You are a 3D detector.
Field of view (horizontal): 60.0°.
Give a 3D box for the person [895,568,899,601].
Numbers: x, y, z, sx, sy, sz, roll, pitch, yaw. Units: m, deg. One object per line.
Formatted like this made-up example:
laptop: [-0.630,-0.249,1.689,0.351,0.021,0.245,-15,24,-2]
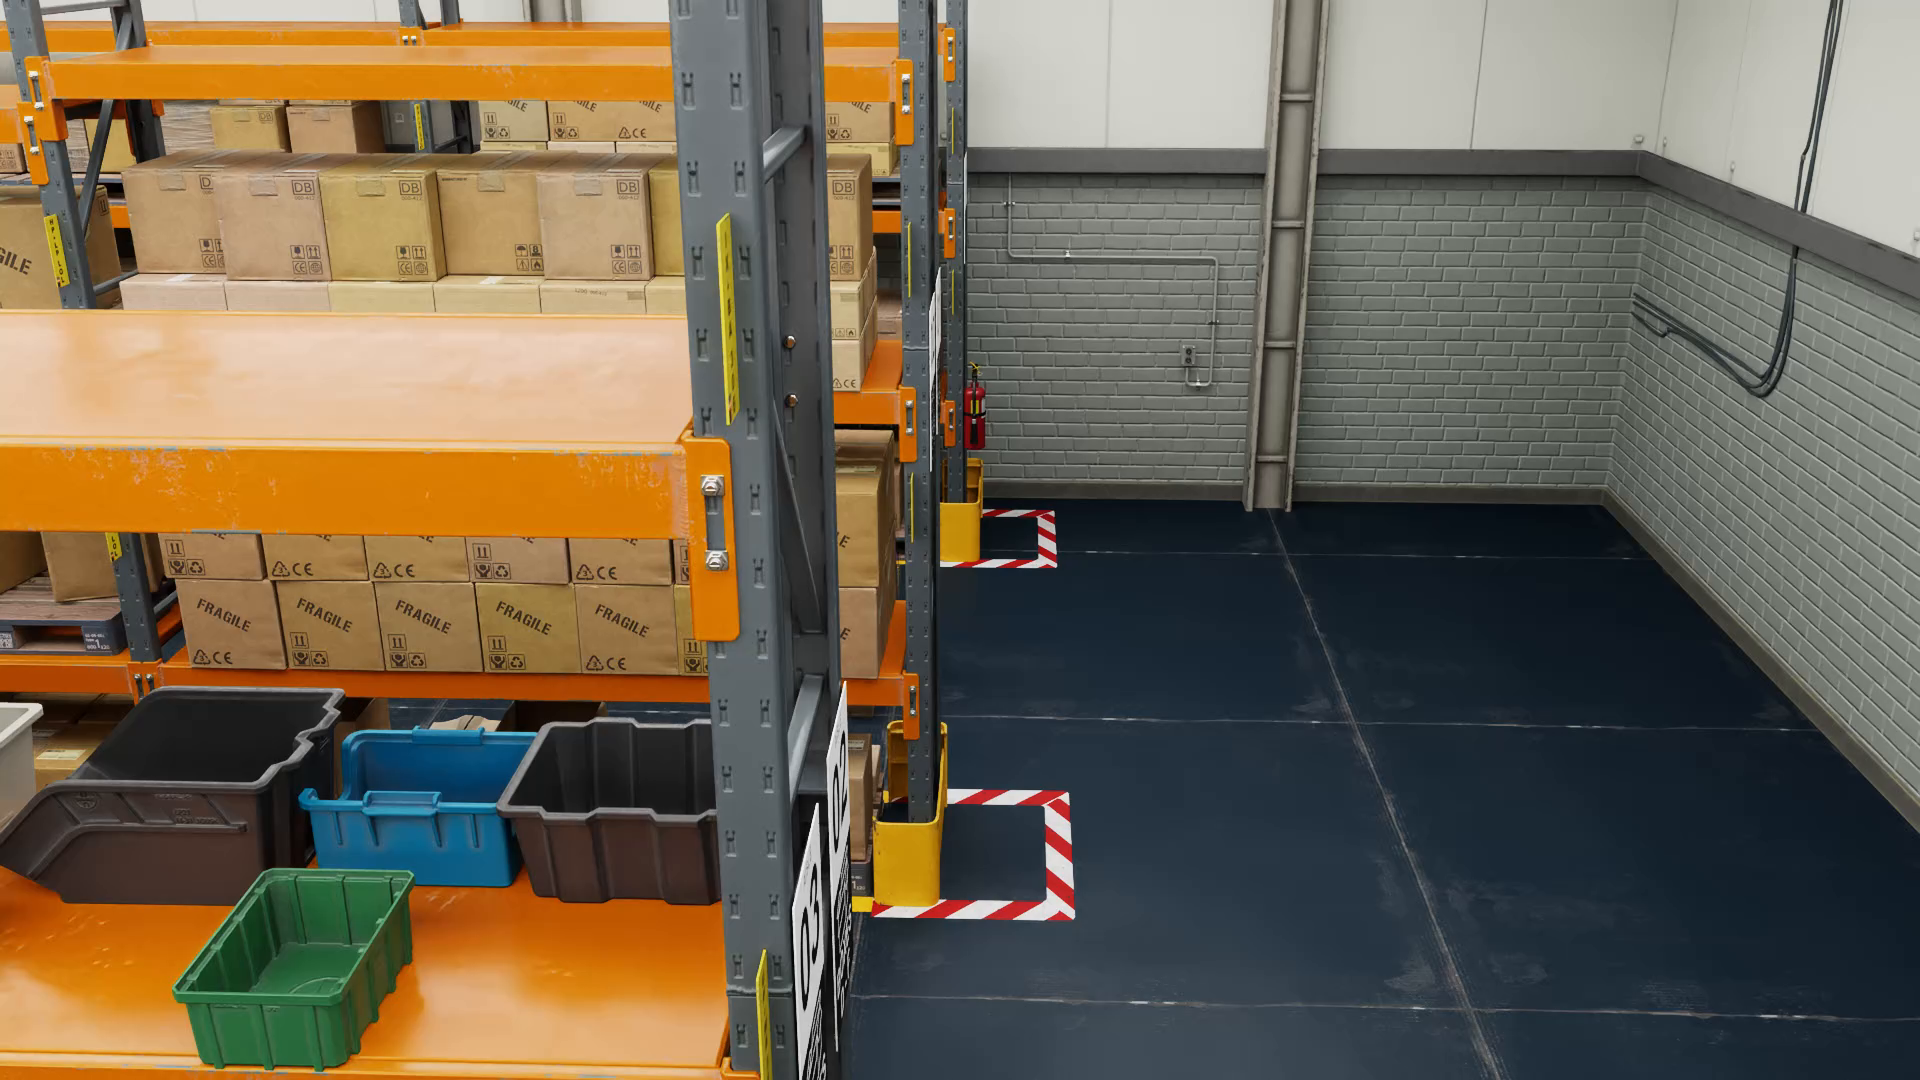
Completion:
person: [-0.649,0.426,11.169,0.500,1.168,0.726,1,21,2]
